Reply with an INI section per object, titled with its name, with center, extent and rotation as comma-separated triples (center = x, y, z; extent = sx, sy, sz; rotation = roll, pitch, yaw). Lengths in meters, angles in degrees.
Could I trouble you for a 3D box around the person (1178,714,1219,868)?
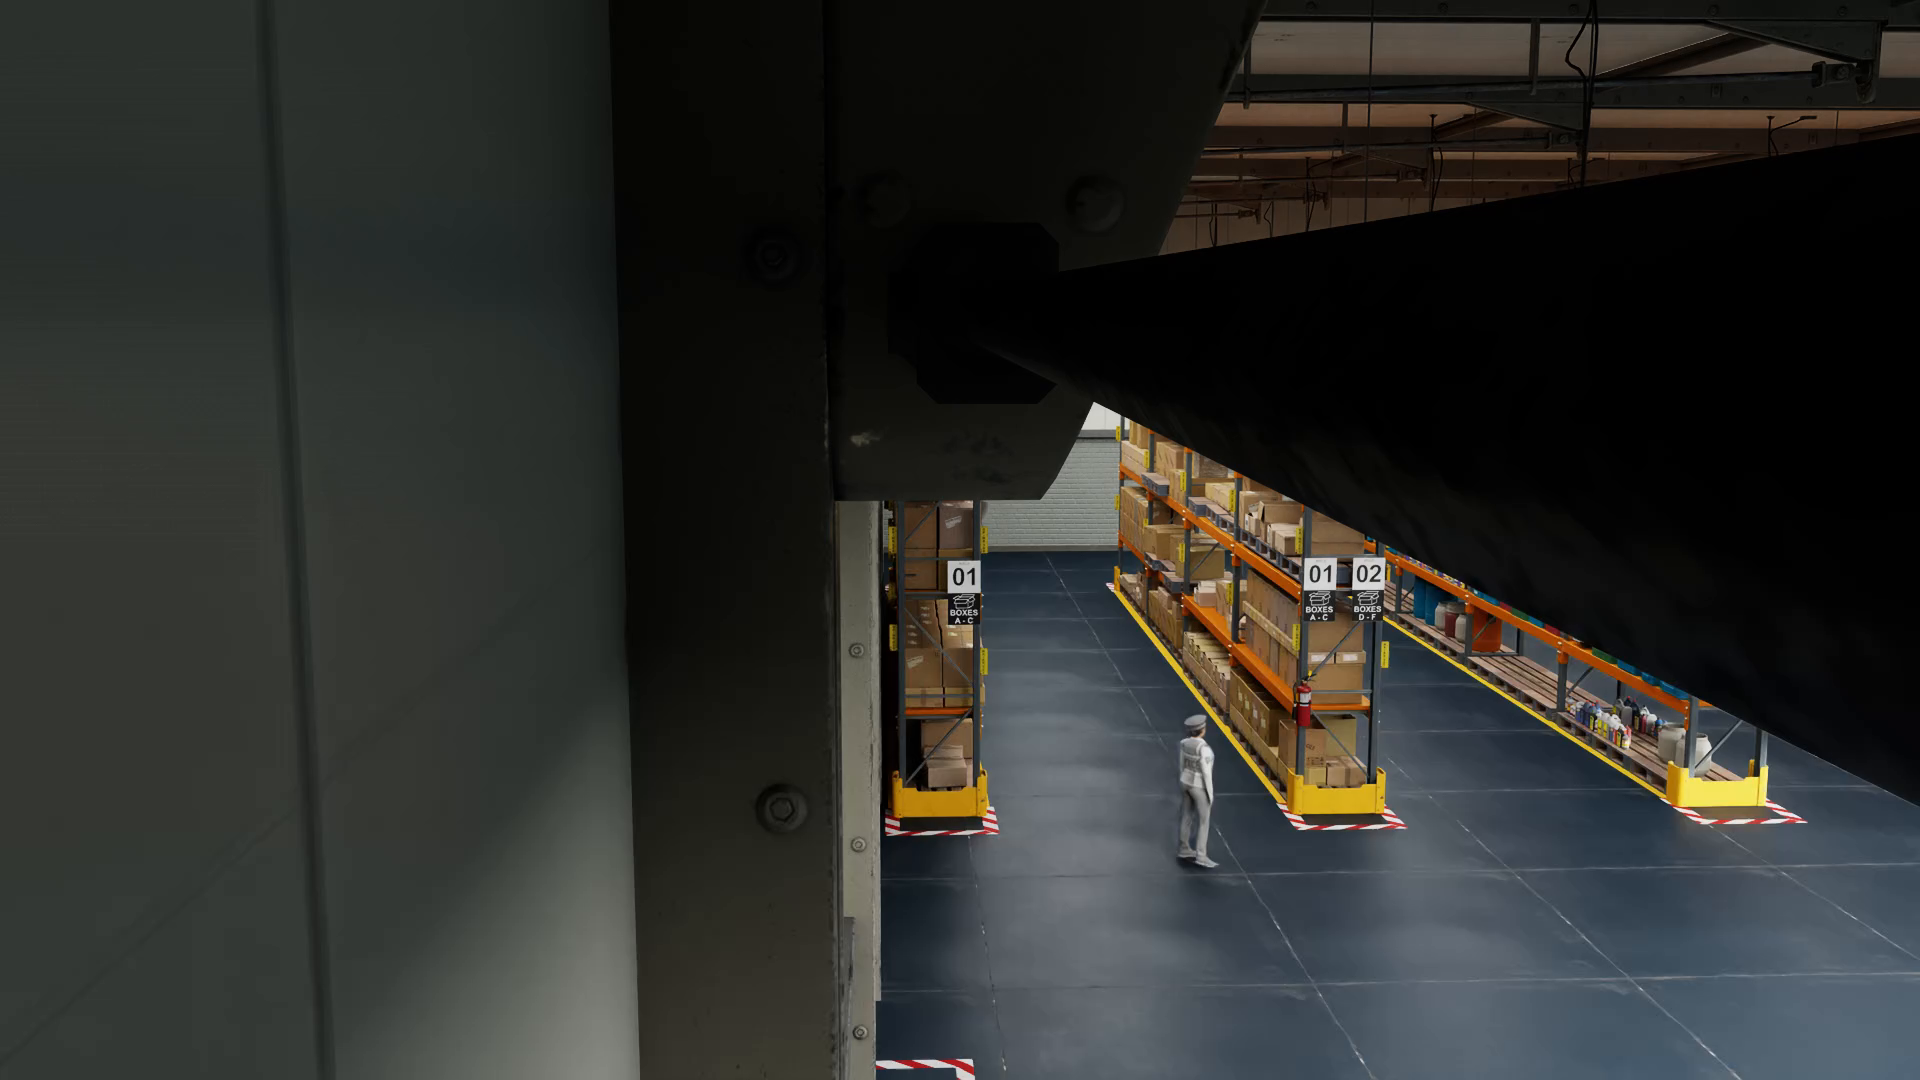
[person]
center = 2.683, 2.825, 18.788
extent = 0.341, 1.714, 0.561
rotation = -6, 10, -35
